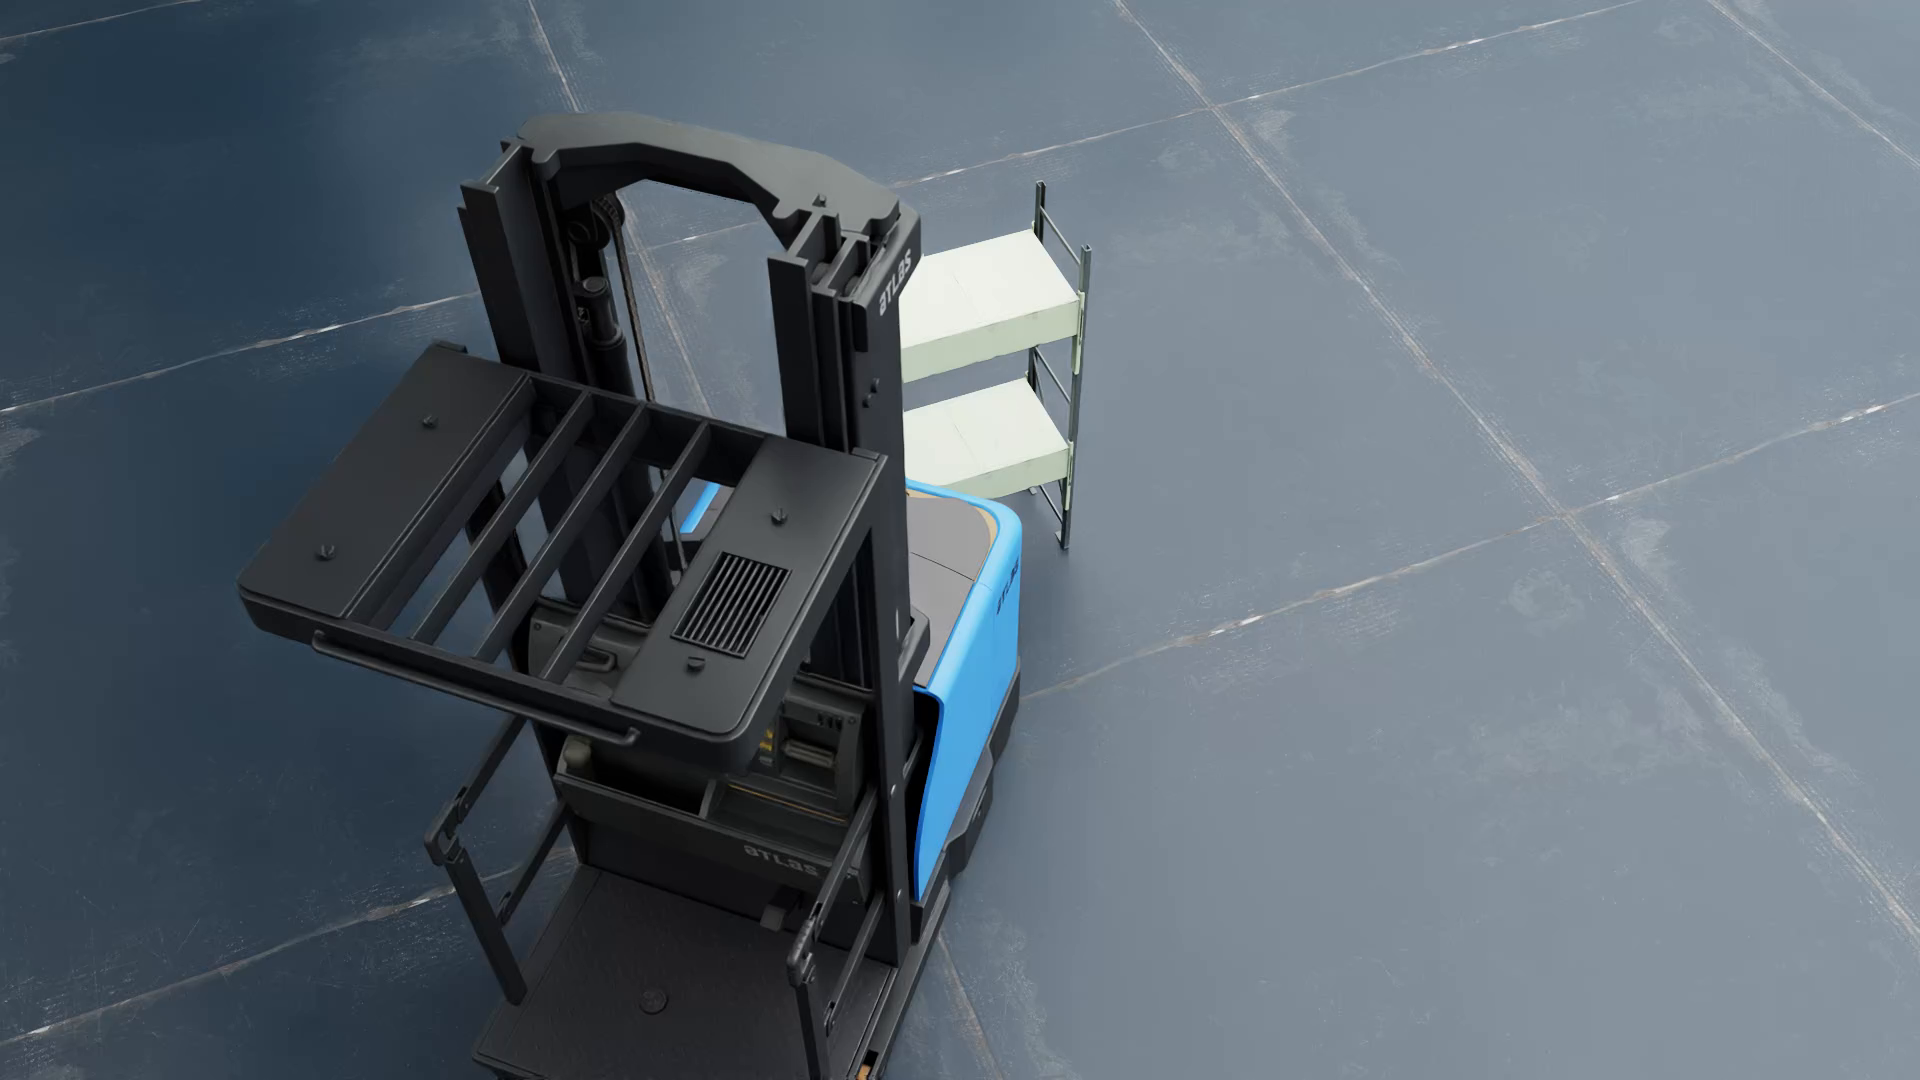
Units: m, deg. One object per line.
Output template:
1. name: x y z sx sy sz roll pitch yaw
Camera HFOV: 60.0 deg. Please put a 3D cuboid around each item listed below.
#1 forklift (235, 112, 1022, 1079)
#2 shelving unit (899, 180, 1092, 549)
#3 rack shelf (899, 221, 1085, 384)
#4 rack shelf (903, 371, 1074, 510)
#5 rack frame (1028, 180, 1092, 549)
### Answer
1. forklift: -0.761 0.575 4.165 1.130 2.935 3.031 15 51 13
2. shelving unit: 0.006 -0.491 6.023 0.755 1.500 0.431 -17 52 -14
3. rack shelf: 0.006 -0.745 5.727 0.720 0.370 0.431 -17 52 -14
4. rack shelf: 0.006 -0.278 6.271 0.720 0.370 0.431 -17 52 -14
5. rack frame: 0.345 -0.596 6.114 0.023 1.500 0.400 -17 52 -14
